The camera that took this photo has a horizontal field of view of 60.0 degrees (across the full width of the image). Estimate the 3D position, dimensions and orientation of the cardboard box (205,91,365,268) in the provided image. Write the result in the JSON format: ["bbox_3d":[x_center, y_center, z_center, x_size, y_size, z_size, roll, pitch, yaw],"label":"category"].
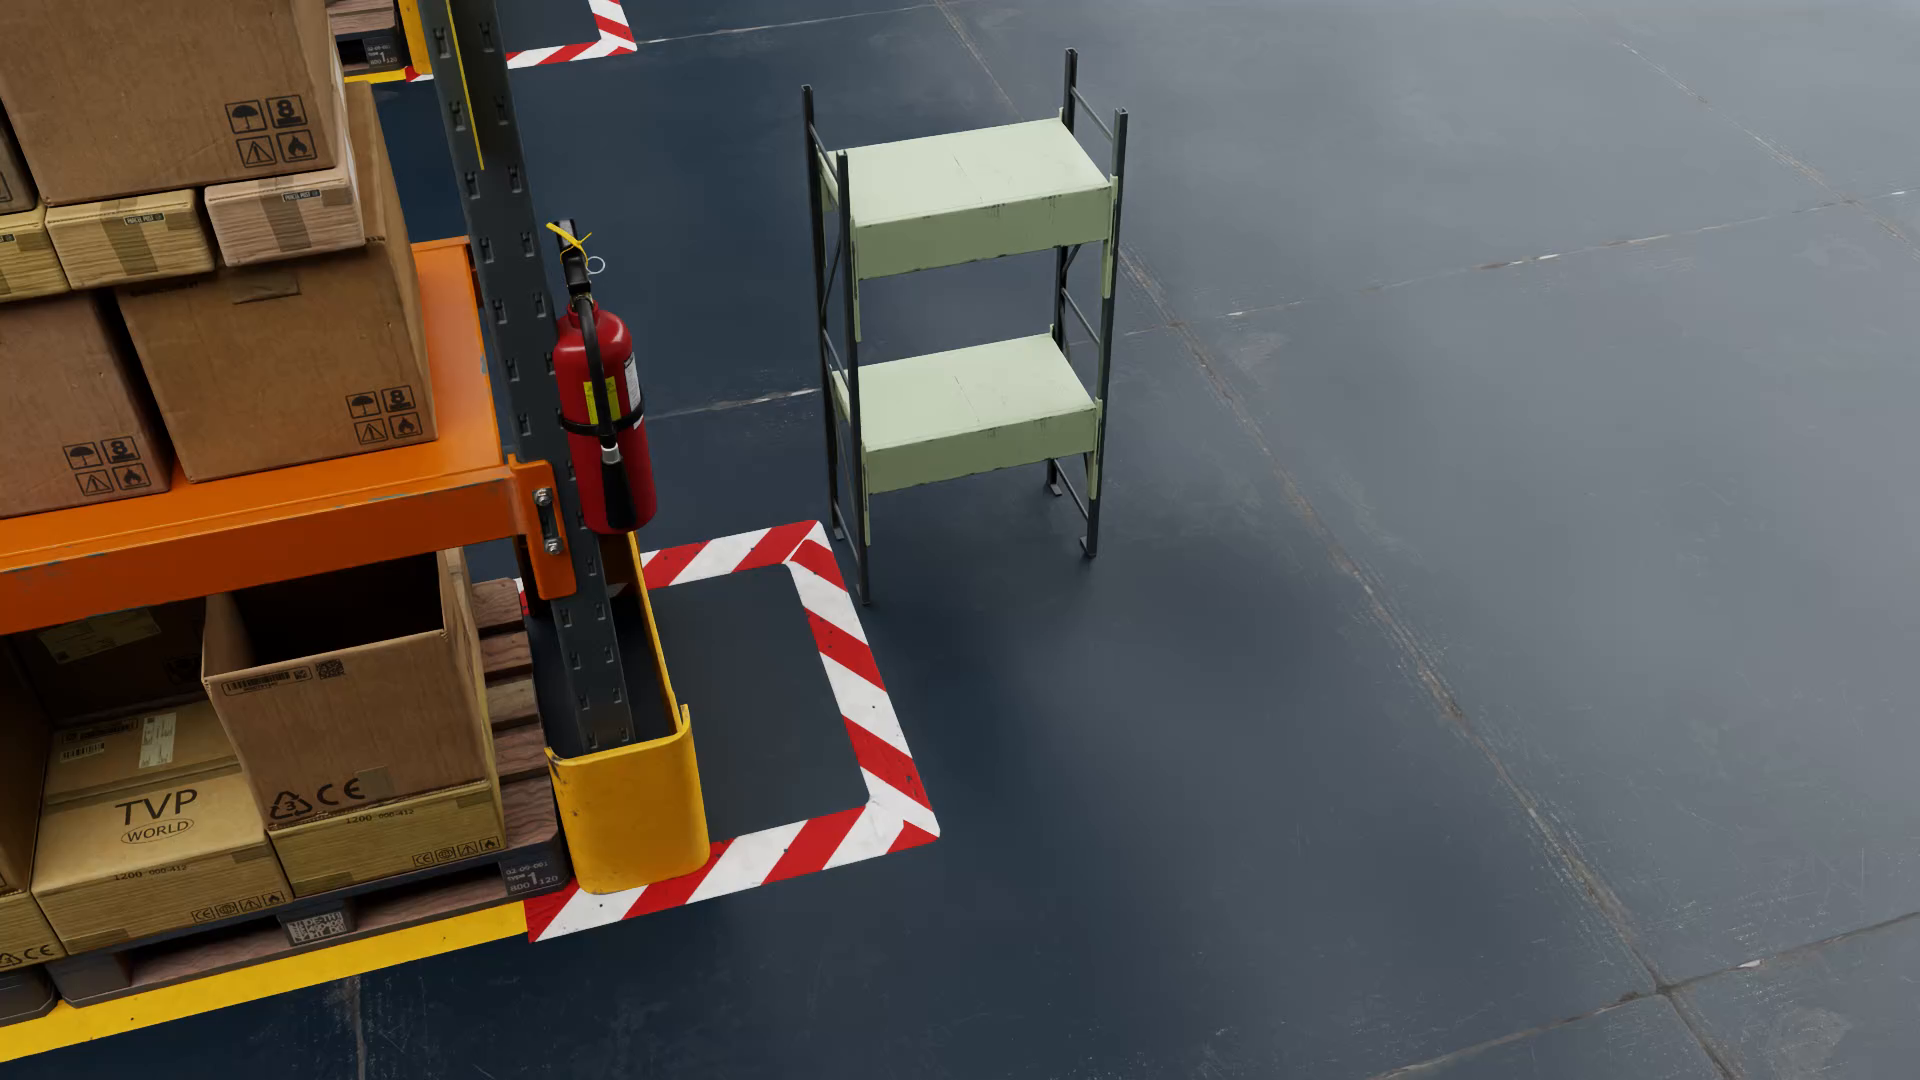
[{"bbox_3d":[-1.301,-0.700,3.203,0.250,0.149,0.380,-12,43,-14],"label":"cardboard box"}]

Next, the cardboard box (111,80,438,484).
[{"bbox_3d":[-1.443,-0.567,3.543,0.500,0.500,0.700,-12,42,-13],"label":"cardboard box"}]

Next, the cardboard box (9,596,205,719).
[{"bbox_3d":[-2.049,0.048,4.116,0.500,0.500,0.500,-12,42,-13],"label":"cardboard box"}]

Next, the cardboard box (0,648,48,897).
[{"bbox_3d":[-2.366,0.481,3.620,0.500,0.500,0.500,-12,42,-13],"label":"cardboard box"}]

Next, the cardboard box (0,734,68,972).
[{"bbox_3d":[-2.367,0.762,3.869,0.500,0.250,0.500,-12,42,-13],"label":"cardboard box"}]

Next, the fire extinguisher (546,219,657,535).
[{"bbox_3d":[-0.742,-0.316,3.391,0.183,0.674,0.296,-12,42,-13],"label":"fire extinguisher"}]

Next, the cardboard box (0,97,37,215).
[{"bbox_3d":[-1.994,-0.938,2.981,0.500,0.500,0.700,-13,43,-14],"label":"cardboard box"}]

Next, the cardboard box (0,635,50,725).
[{"bbox_3d":[-2.522,0.155,3.994,0.500,0.500,0.500,-12,42,-13],"label":"cardboard box"}]

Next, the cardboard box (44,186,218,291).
[{"bbox_3d":[-1.551,-0.648,3.143,0.250,0.149,0.380,-11,42,-12],"label":"cardboard box"}]

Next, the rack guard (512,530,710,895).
[{"bbox_3d":[-0.971,0.323,4.500,0.348,0.500,1.175,-12,42,-13],"label":"rack guard"}]

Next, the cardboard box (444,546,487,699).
[{"bbox_3d":[-1.573,0.230,4.477,0.500,0.250,0.500,-12,42,-13],"label":"cardboard box"}]

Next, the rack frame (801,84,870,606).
[{"bbox_3d":[-0.343,-0.494,4.675,0.023,1.500,0.400,-12,42,-13],"label":"rack frame"}]

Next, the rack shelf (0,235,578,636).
[{"bbox_3d":[-2.902,0.053,3.457,4.000,0.370,1.077,-12,42,-13],"label":"rack shelf"}]

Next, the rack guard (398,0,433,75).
[{"bbox_3d":[-2.537,-2.737,8.003,0.348,0.500,1.175,-12,42,-13],"label":"rack guard"}]

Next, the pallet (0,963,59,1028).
[{"bbox_3d":[-2.873,0.853,4.113,1.213,0.211,1.003,-12,42,-13],"label":"pallet"}]

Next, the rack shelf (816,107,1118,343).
[{"bbox_3d":[0.006,-0.860,4.501,0.720,0.370,0.431,-12,42,-13],"label":"rack shelf"}]

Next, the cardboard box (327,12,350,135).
[{"bbox_3d":[-1.433,-0.953,3.492,0.250,0.149,0.380,-12,43,-13],"label":"cardboard box"}]

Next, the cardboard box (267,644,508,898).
[{"bbox_3d":[-1.417,0.555,4.105,0.500,0.250,0.500,-12,42,-13],"label":"cardboard box"}]

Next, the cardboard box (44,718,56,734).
[{"bbox_3d":[-2.525,0.430,4.249,0.500,0.250,0.500,-12,42,-13],"label":"cardboard box"}]

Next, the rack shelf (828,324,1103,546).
[{"bbox_3d":[0.006,-0.321,4.973,0.720,0.370,0.431,-12,42,-13],"label":"rack shelf"}]

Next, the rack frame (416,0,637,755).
[{"bbox_3d":[-0.994,-0.613,3.672,0.127,3.000,1.000,-12,42,-13],"label":"rack frame"}]

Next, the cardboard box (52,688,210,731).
[{"bbox_3d":[-2.048,0.331,4.362,0.500,0.250,0.500,-12,42,-13],"label":"cardboard box"}]

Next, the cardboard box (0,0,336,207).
[{"bbox_3d":[-1.494,-1.045,3.104,0.500,0.500,0.700,-12,42,-13],"label":"cardboard box"}]

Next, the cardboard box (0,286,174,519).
[{"bbox_3d":[-1.943,-0.460,3.421,0.500,0.500,0.700,-11,42,-12],"label":"cardboard box"}]

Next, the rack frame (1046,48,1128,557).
[{"bbox_3d":[0.355,-0.638,4.841,0.023,1.500,0.400,-12,42,-13],"label":"rack frame"}]

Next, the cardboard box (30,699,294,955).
[{"bbox_3d":[-1.890,0.662,3.984,0.500,0.250,0.500,-12,42,-13],"label":"cardboard box"}]

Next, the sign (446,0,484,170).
[{"bbox_3d":[-0.844,-0.795,2.821,0.005,0.325,0.100,-12,42,-13],"label":"sign"}]

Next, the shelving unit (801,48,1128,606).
[{"bbox_3d":[0.006,-0.566,4.758,0.755,1.500,0.431,-12,42,-13],"label":"shelving unit"}]

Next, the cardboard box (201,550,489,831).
[{"bbox_3d":[-1.416,0.274,3.857,0.500,0.500,0.500,-12,42,-13],"label":"cardboard box"}]

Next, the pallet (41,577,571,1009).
[{"bbox_3d":[-1.711,0.614,4.387,1.213,0.211,1.003,-12,42,-13],"label":"pallet"}]

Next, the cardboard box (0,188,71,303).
[{"bbox_3d":[-1.794,-0.597,3.085,0.250,0.149,0.380,-12,43,-14],"label":"cardboard box"}]

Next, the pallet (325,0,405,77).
[{"bbox_3d":[-3.313,-2.471,7.918,1.213,0.211,1.003,-12,42,-13],"label":"pallet"}]

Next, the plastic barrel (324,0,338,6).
[{"bbox_3d":[-3.083,-2.766,7.708,0.421,0.512,0.421,0,41,0],"label":"plastic barrel"}]
